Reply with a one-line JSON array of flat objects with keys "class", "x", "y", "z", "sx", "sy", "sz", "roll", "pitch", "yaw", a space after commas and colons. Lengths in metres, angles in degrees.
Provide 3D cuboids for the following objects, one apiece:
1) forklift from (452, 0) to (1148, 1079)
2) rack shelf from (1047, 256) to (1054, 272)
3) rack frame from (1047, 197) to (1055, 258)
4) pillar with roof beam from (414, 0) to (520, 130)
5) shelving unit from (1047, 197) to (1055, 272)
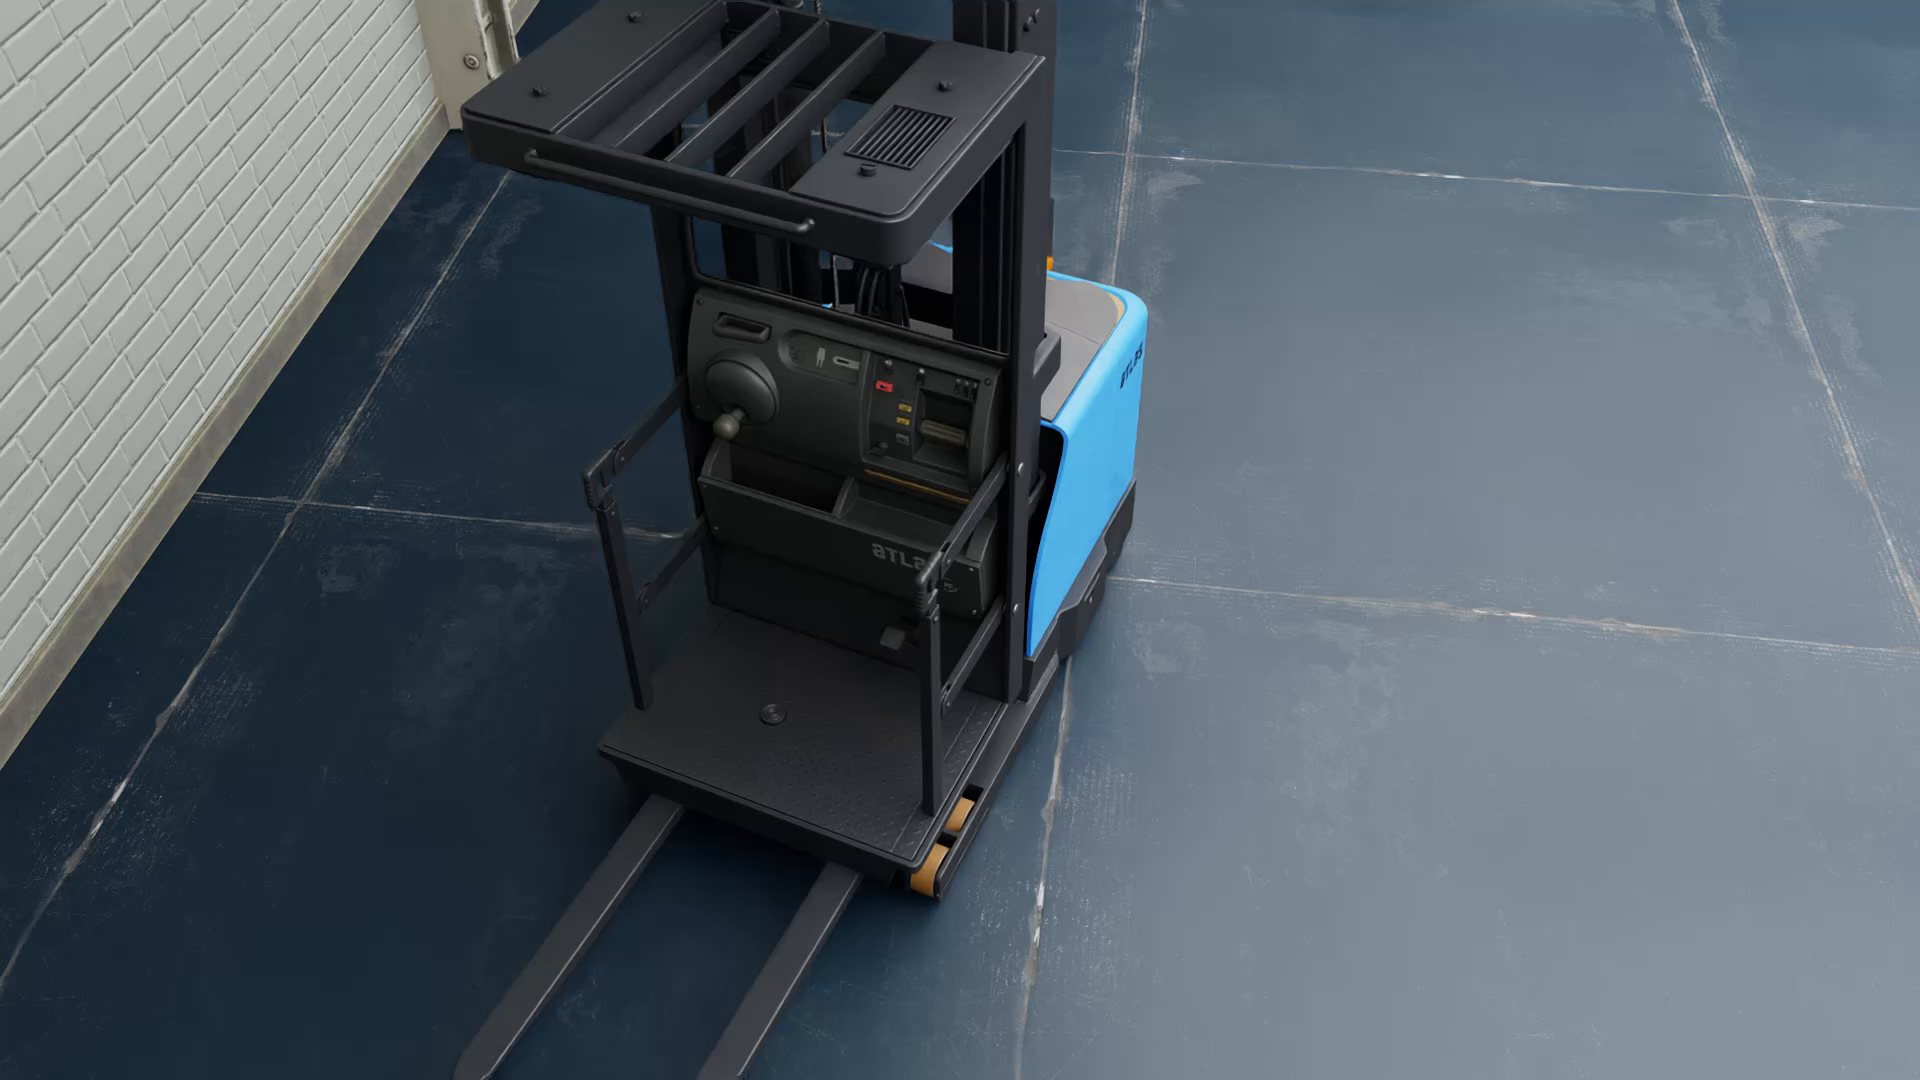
[{"class": "forklift", "x": -0.423, "y": -0.318, "z": 4.454, "sx": 1.130, "sy": 2.935, "sz": 3.031, "roll": 17, "pitch": 46, "yaw": 17}, {"class": "rack shelf", "x": 0.182, "y": -0.949, "z": 5.921, "sx": 0.258, "sy": 0.103, "sz": 0.180, "roll": 17, "pitch": 46, "yaw": 17}, {"class": "rack frame", "x": 0.219, "y": -0.777, "z": 6.198, "sx": 0.240, "sy": 1.200, "sz": 0.006, "roll": 17, "pitch": 46, "yaw": 17}, {"class": "pillar with roof beam", "x": 1.815, "y": -5.095, "z": 5.085, "sx": 9.100, "sy": 9.000, "sz": 0.400, "roll": 5, "pitch": 44, "yaw": 6}, {"class": "shelving unit", "x": 0.182, "y": -0.720, "z": 6.138, "sx": 0.258, "sy": 1.200, "sz": 0.189, "roll": 17, "pitch": 46, "yaw": 17}]
